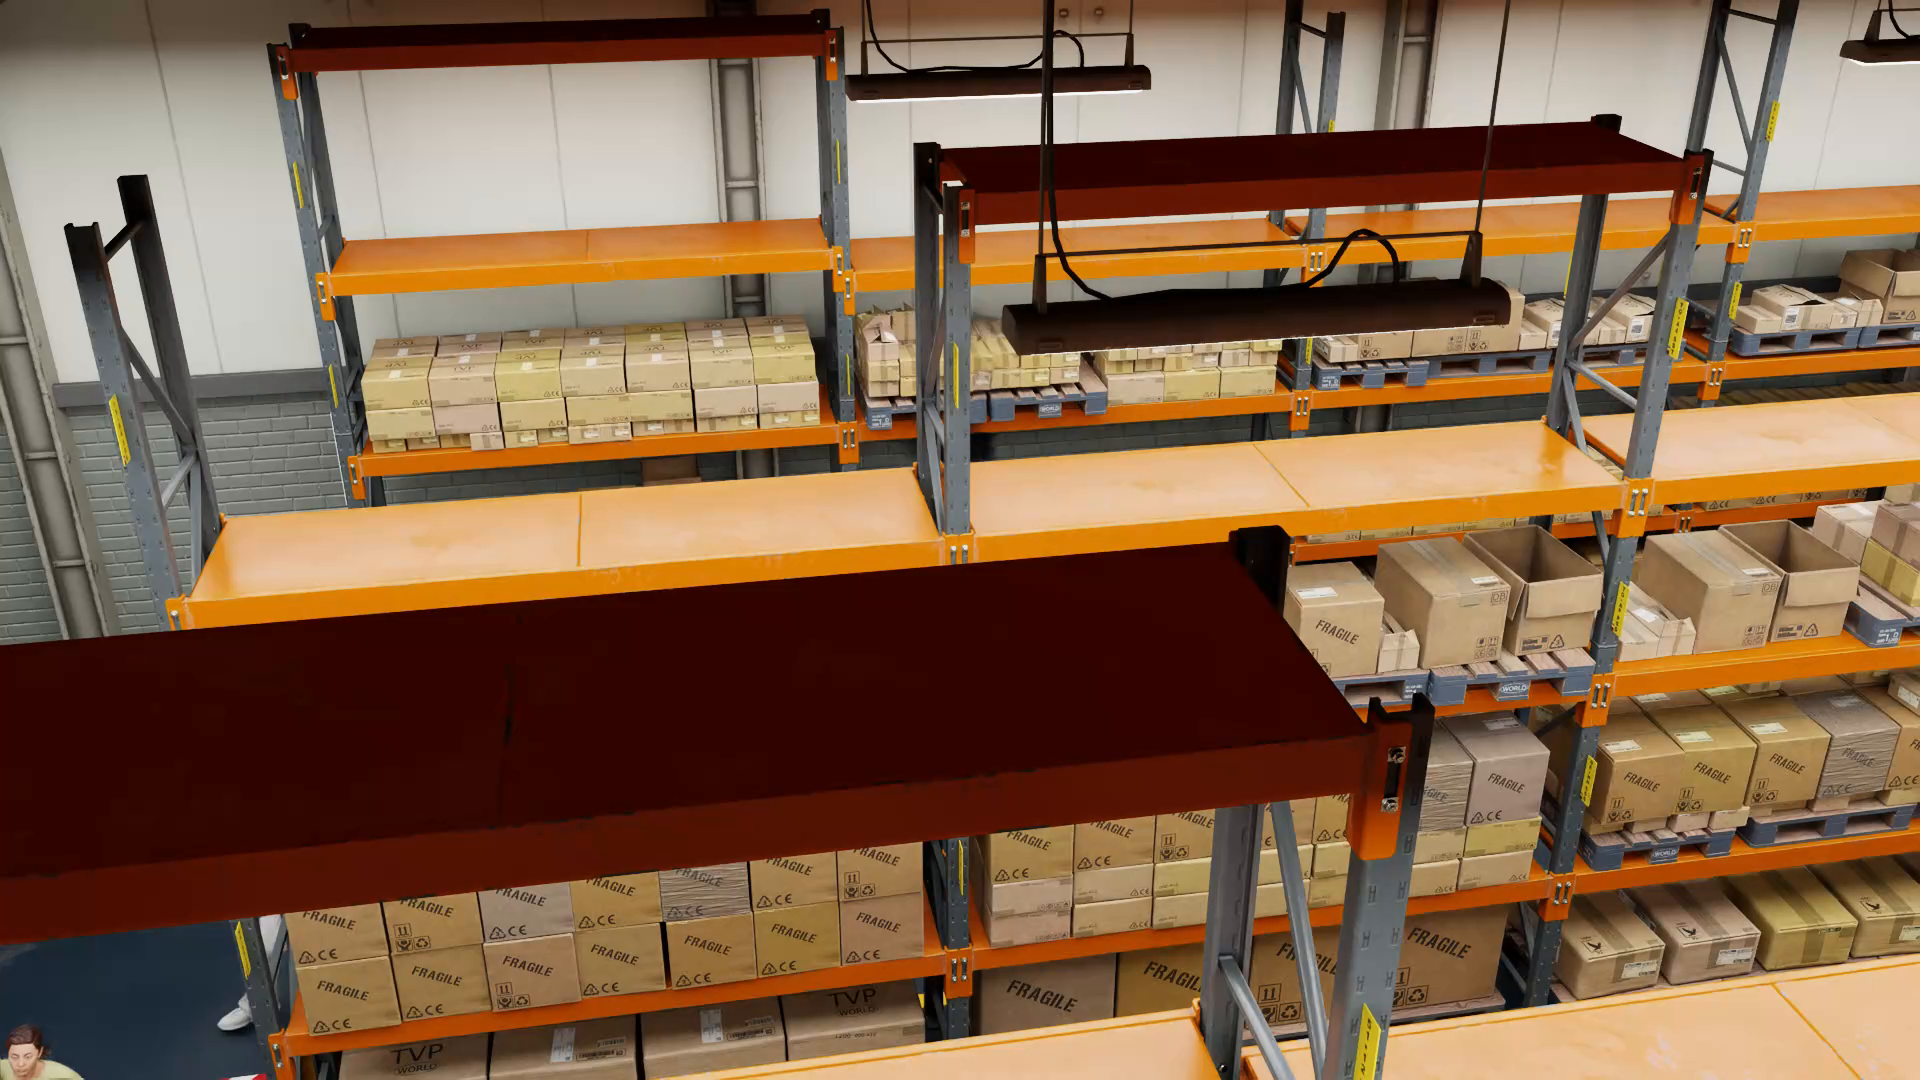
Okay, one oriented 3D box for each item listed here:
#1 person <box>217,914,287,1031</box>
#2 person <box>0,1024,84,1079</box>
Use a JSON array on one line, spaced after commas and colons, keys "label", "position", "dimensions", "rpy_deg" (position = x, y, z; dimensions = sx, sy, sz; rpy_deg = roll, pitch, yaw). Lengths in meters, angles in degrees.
[{"label": "person", "position": [-4.537, 2.462, 11.146], "dimensions": [1.087, 1.726, 0.768], "rpy_deg": [-18, 31, -33]}, {"label": "person", "position": [-5.185, 3.387, 9.433], "dimensions": [0.636, 1.614, 0.630], "rpy_deg": [-1, 26, -3]}]
